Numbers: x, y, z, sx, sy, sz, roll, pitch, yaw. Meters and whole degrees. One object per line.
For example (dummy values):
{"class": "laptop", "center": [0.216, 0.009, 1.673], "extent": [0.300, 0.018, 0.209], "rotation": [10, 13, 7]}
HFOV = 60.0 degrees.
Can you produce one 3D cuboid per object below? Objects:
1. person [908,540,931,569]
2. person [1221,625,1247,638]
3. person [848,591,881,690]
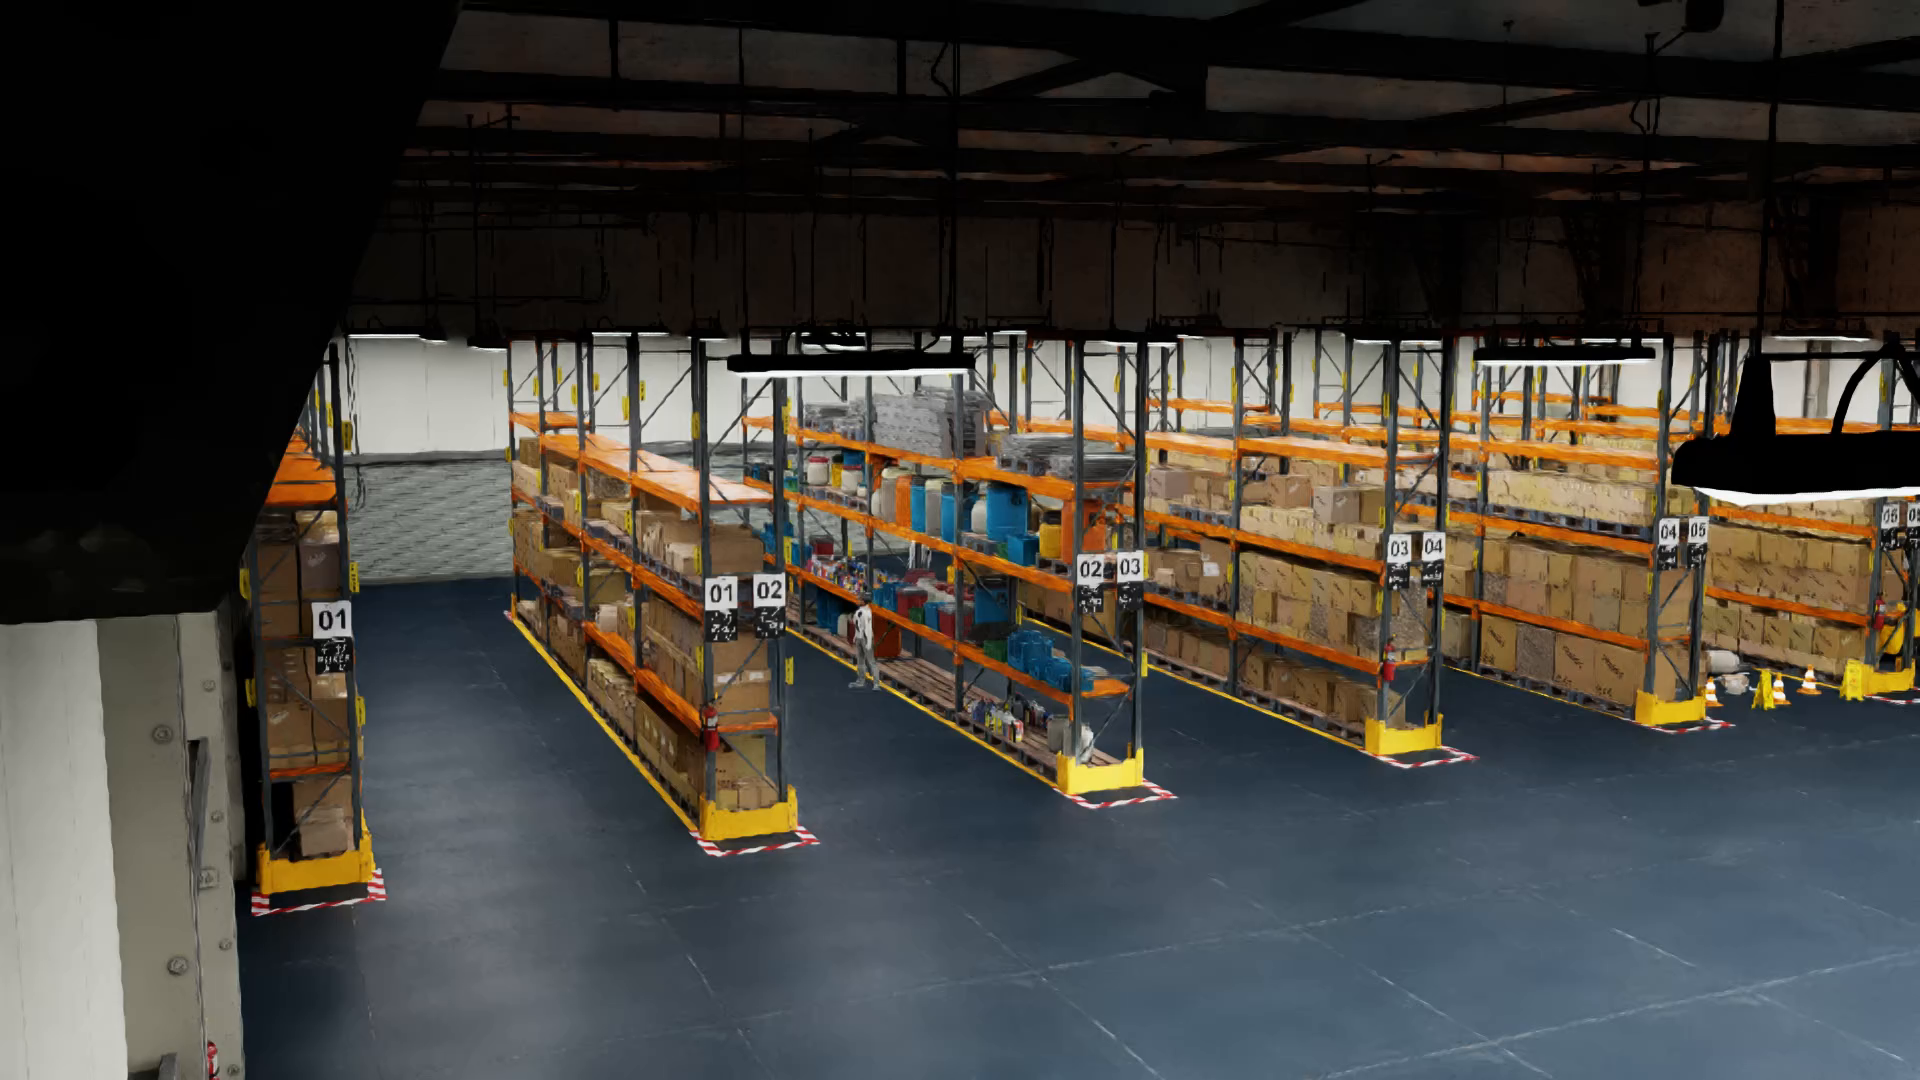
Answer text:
{"class": "person", "center": [-0.879, 0.450, 37.337], "extent": [0.488, 1.590, 1.089], "rotation": [-4, 9, -25]}
{"class": "person", "center": [5.372, 0.996, 32.618], "extent": [0.634, 1.789, 0.477], "rotation": [7, 10, 41]}
{"class": "person", "center": [-1.615, 1.681, 28.152], "extent": [0.486, 1.666, 0.653], "rotation": [-3, 8, -20]}
